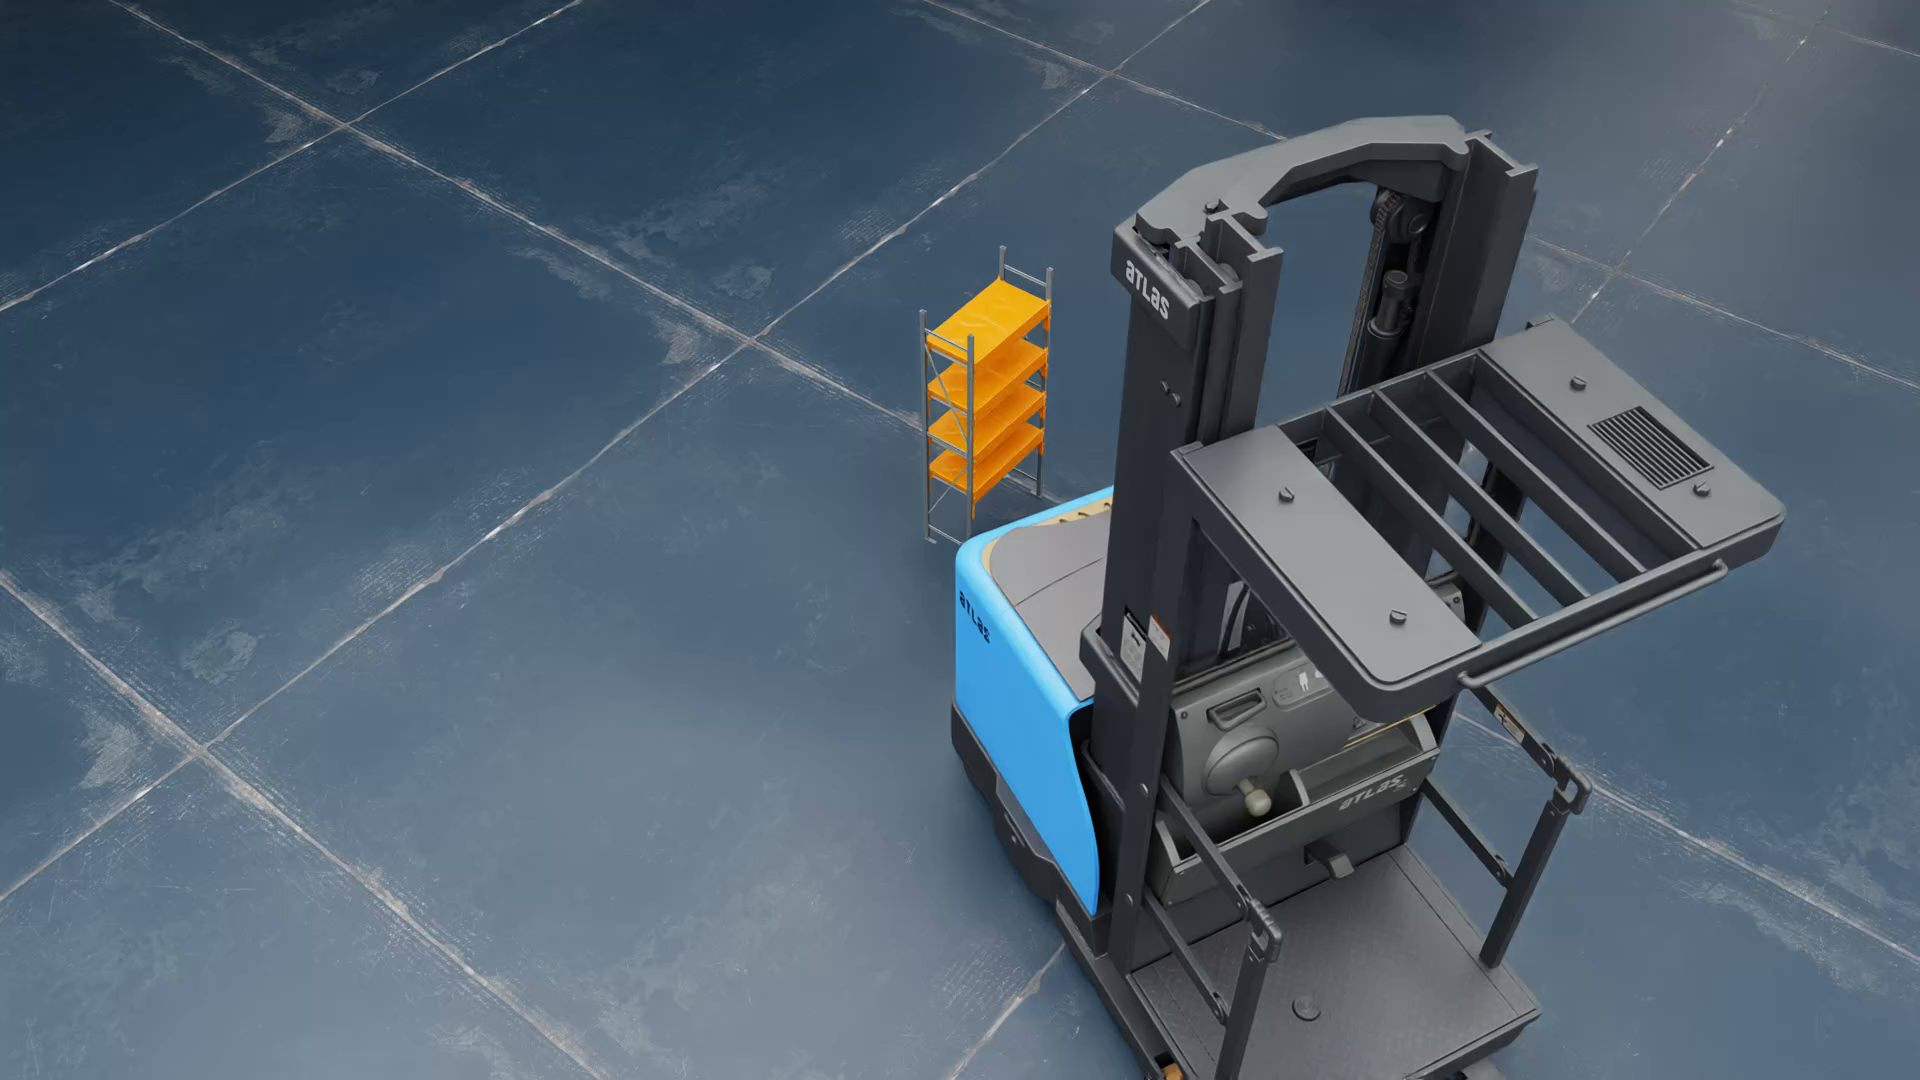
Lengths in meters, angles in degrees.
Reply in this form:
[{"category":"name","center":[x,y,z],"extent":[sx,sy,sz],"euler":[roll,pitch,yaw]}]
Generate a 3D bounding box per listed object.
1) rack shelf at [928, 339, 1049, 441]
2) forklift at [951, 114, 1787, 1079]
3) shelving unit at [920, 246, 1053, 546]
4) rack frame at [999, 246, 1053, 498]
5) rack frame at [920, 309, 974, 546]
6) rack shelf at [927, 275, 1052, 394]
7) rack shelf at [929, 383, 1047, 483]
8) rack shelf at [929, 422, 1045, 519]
[{"category":"rack shelf","center":[0.101,-0.617,6.458],"extent":[0.258,0.148,0.480],"euler":[29,53,25]},{"category":"forklift","center":[1.083,0.534,4.378],"extent":[1.130,2.935,3.031],"euler":[-20,50,-18]},{"category":"shelving unit","center":[0.101,-0.509,6.571],"extent":[0.258,1.200,0.503],"euler":[29,53,25]},{"category":"rack frame","center":[0.250,-0.649,6.705],"extent":[0.240,1.200,0.015],"euler":[29,53,25]},{"category":"rack frame","center":[-0.048,-0.370,6.438],"extent":[0.240,1.200,0.015],"euler":[29,53,25]},{"category":"rack shelf","center":[0.101,-0.781,6.287],"extent":[0.258,0.148,0.480],"euler":[29,53,25]},{"category":"rack shelf","center":[0.101,-0.463,6.620],"extent":[0.258,0.148,0.480],"euler":[29,53,25]},{"category":"rack shelf","center":[0.101,-0.326,6.764],"extent":[0.258,0.148,0.480],"euler":[29,53,25]}]
